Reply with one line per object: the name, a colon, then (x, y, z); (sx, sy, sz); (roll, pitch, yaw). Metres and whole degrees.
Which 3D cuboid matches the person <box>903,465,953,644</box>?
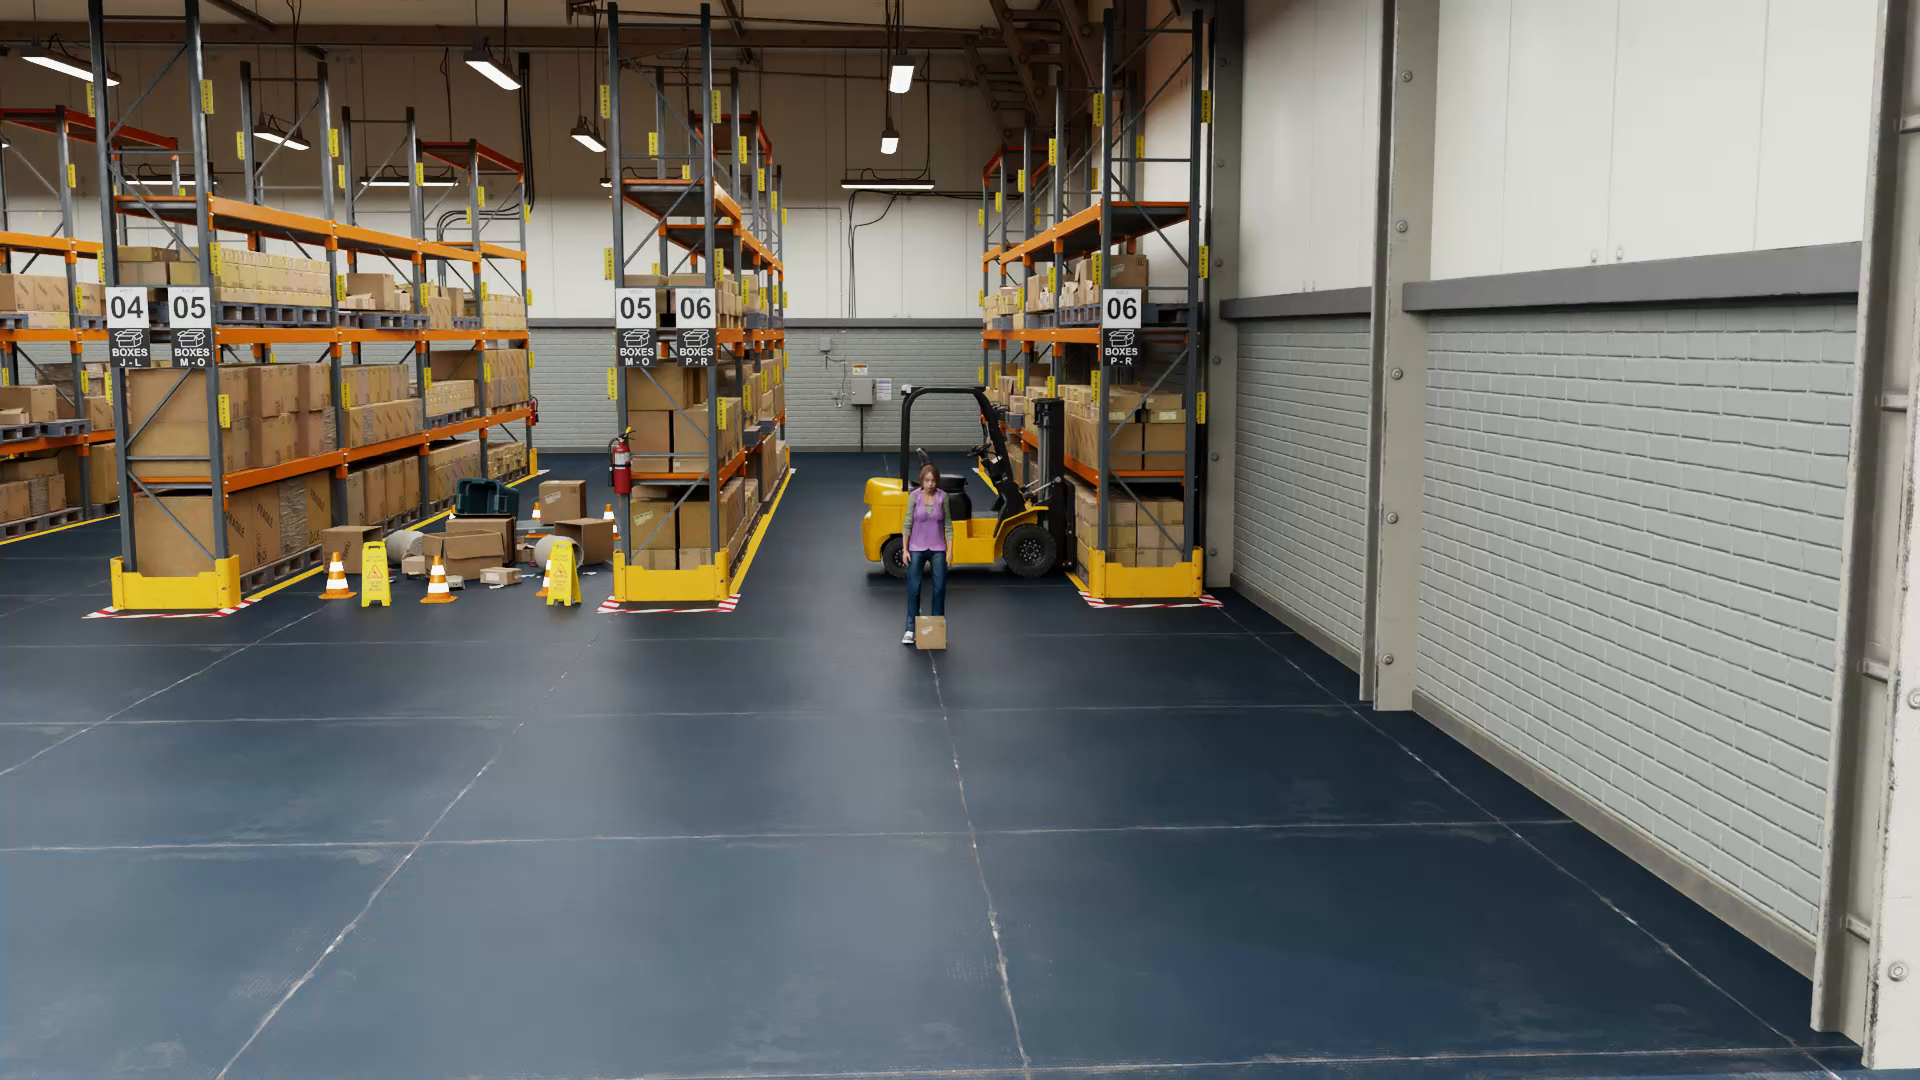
person: (-0.291, 0.121, 14.830); (0.455, 1.592, 0.346); (0, 7, -4)
